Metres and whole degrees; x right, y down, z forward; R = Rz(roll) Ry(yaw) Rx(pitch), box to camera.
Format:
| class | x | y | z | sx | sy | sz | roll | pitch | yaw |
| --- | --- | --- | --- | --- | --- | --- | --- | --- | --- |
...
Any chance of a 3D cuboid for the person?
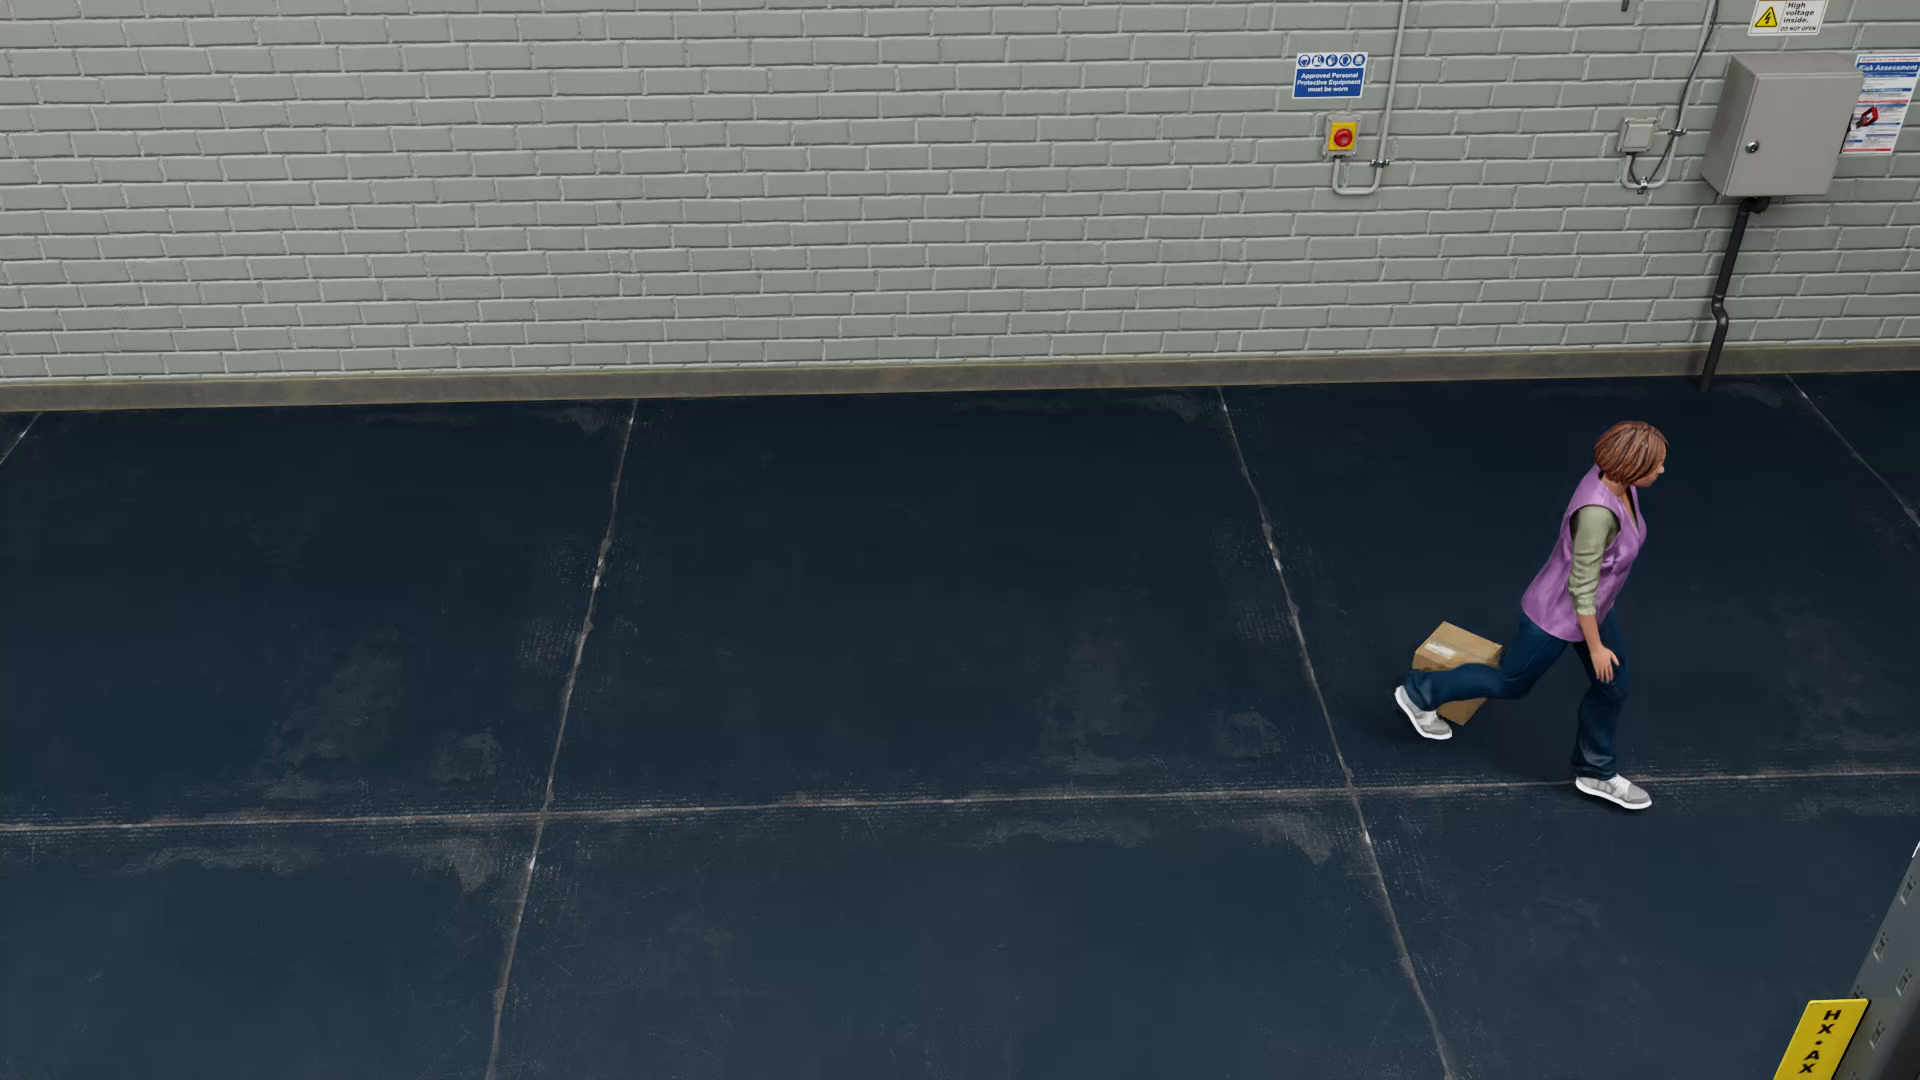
| class | x | y | z | sx | sy | sz | roll | pitch | yaw |
| --- | --- | --- | --- | --- | --- | --- | --- | --- | --- |
| person | 2.103 | 0.225 | 5.842 | 0.968 | 1.540 | 0.426 | 24 | 42 | 30 |
